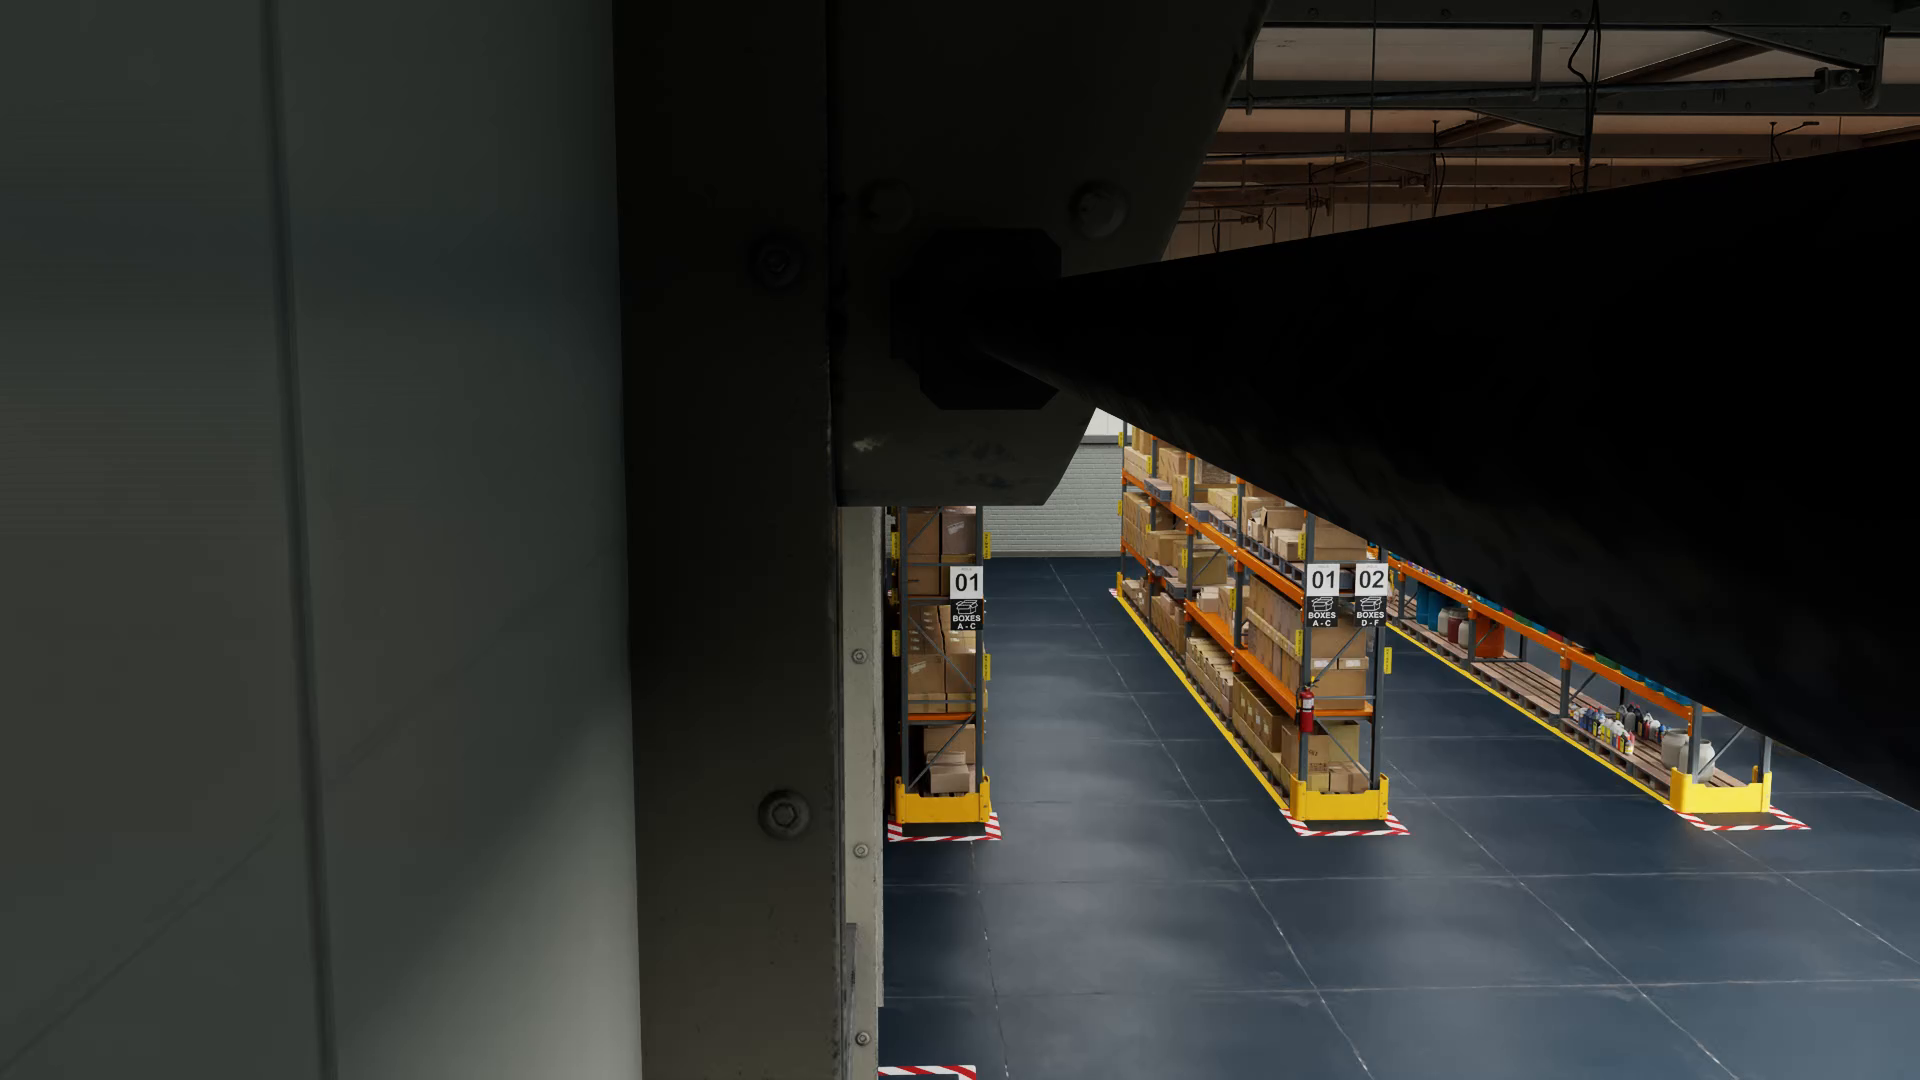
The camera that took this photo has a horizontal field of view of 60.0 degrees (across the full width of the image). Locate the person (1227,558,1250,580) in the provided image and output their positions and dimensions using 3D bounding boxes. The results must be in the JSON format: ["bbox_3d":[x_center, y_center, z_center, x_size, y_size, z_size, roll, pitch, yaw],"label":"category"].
[{"bbox_3d":[6.498,0.064,38.618,0.772,1.707,0.893,4,9,26],"label":"person"}]

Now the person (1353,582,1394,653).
[{"bbox_3d":[7.585,1.233,30.592,0.734,1.582,1.098,2,8,13],"label":"person"}]
